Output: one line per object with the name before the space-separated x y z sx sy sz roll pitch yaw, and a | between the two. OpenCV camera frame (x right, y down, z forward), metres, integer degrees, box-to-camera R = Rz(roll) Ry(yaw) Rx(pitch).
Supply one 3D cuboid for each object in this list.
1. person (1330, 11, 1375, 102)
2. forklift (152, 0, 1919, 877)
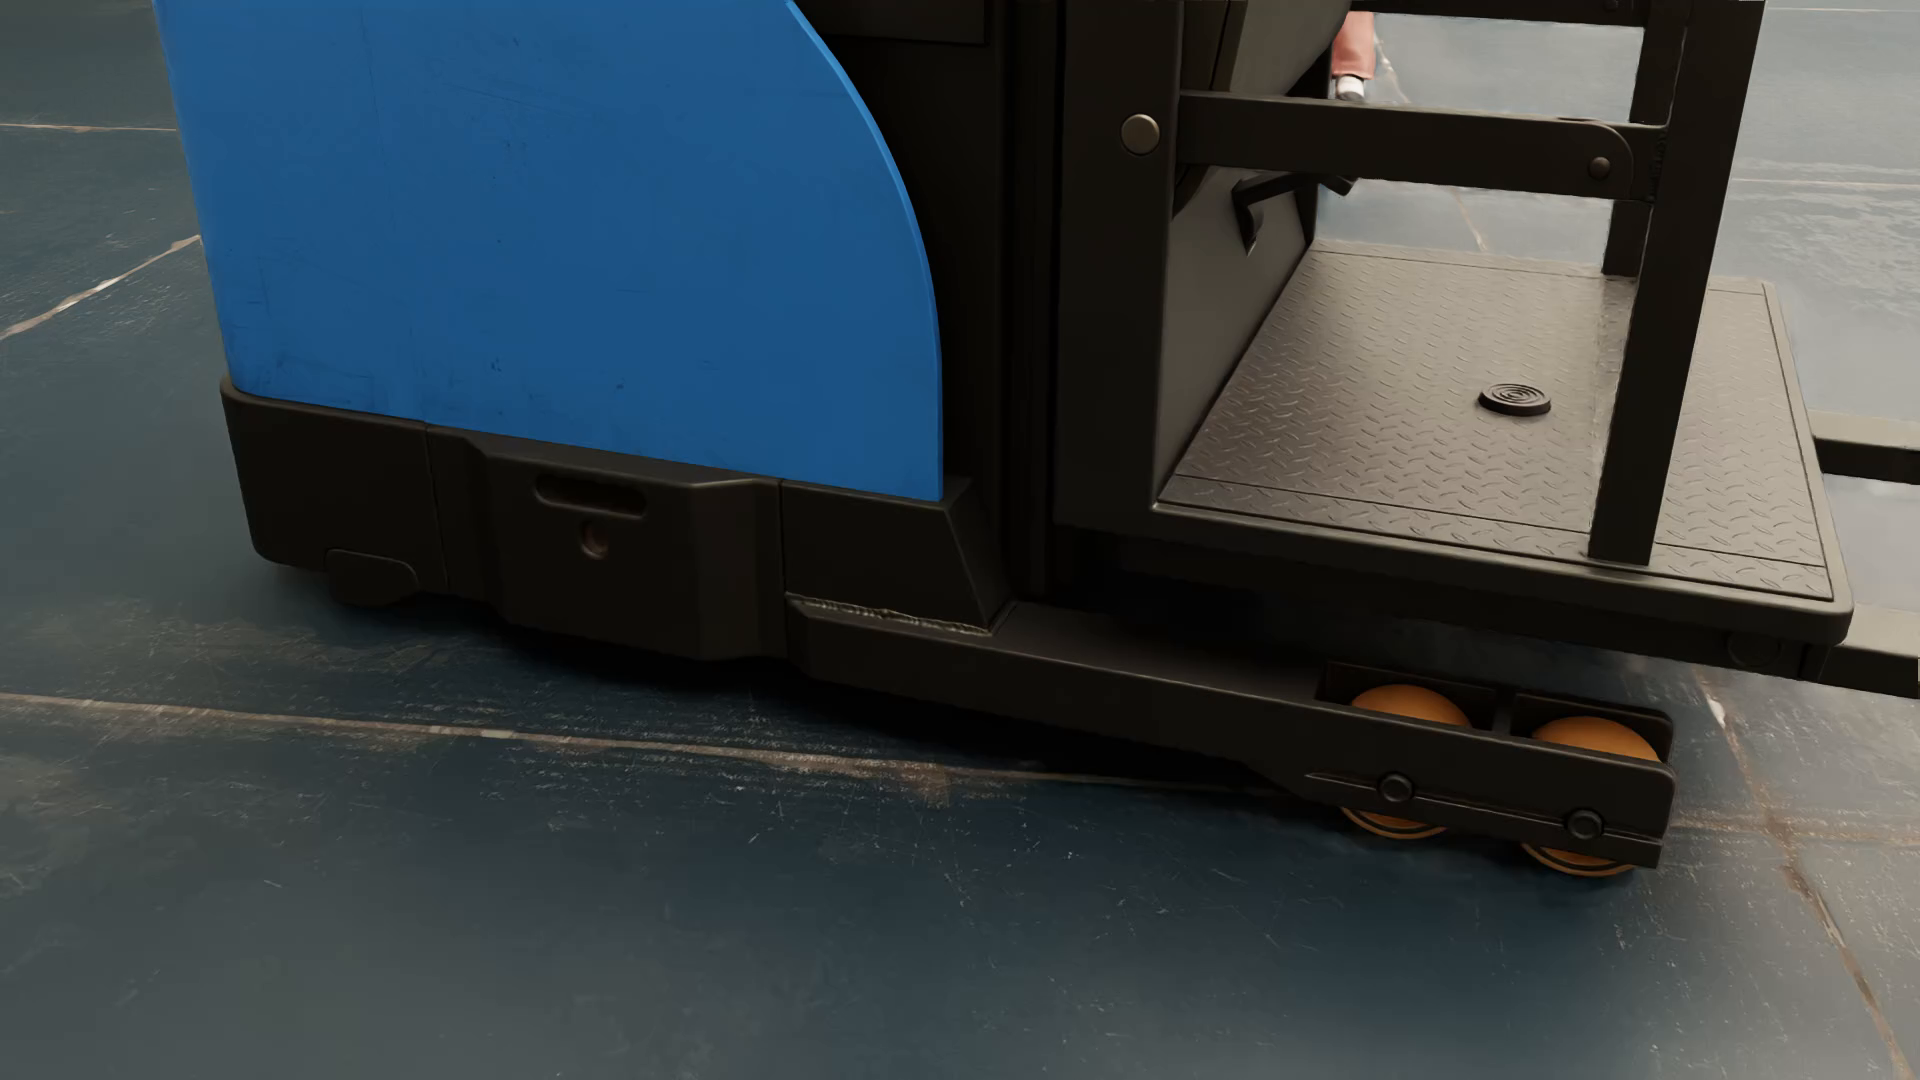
person | 1.013 -1.950 4.599 0.826 1.690 0.477 -2 27 -4
forklift | 0.575 -1.220 1.663 3.031 2.935 1.130 9 28 18
